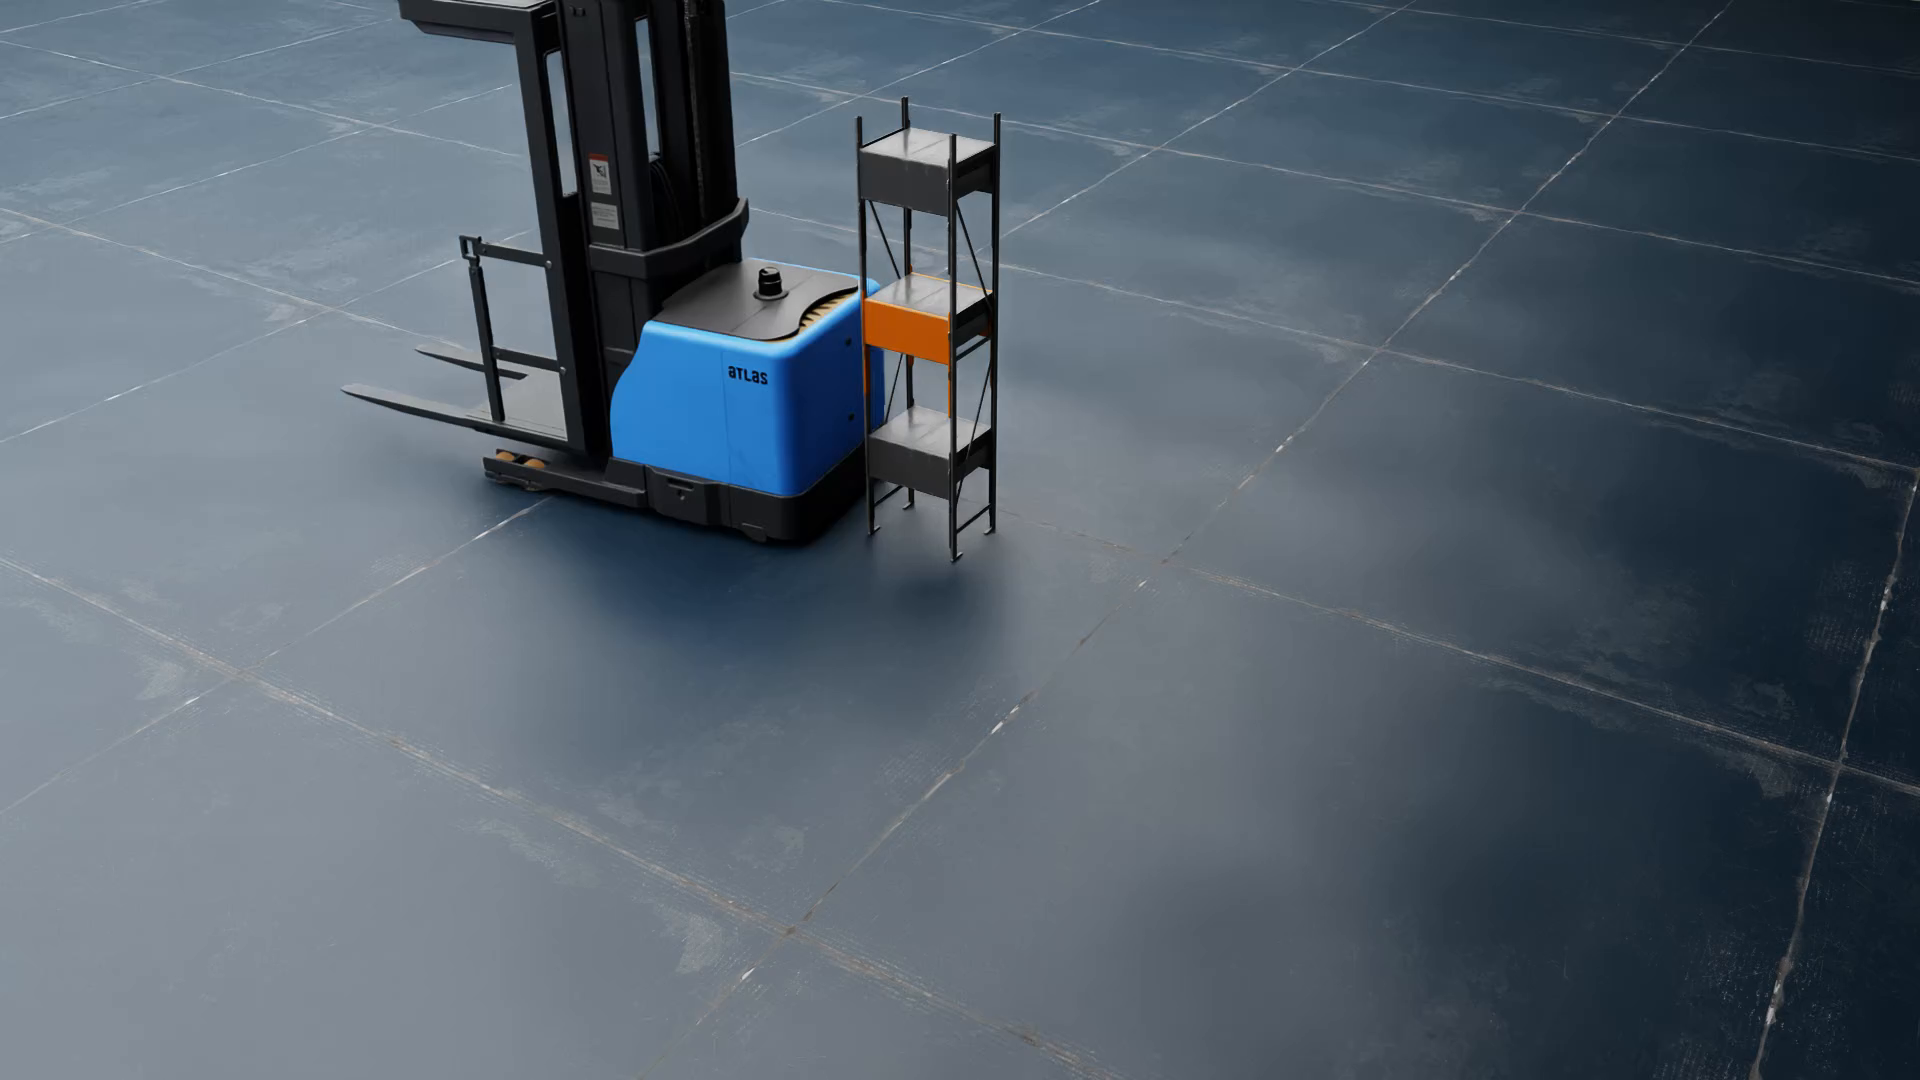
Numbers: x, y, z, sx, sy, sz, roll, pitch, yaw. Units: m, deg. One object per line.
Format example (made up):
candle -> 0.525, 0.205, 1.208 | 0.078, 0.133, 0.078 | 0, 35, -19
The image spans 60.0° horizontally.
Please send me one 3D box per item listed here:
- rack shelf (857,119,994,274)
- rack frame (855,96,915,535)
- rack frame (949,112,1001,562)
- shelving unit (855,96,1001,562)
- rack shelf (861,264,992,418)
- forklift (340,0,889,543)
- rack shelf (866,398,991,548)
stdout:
rack shelf -> -0.140, -1.544, 7.451 | 0.480, 0.518, 0.431 | 18, 35, 27
rack frame -> -0.347, -1.017, 7.909 | 0.015, 2.100, 0.400 | 18, 35, 27
rack frame -> 0.066, -0.886, 7.685 | 0.015, 2.100, 0.400 | 18, 35, 27
shelving unit -> -0.140, -0.951, 7.797 | 0.503, 2.100, 0.431 | 18, 35, 27
rack shelf -> -0.140, -0.940, 7.804 | 0.480, 0.518, 0.431 | 18, 35, 27
forklift -> -1.935, -1.744, 8.331 | 3.031, 2.935, 1.130 | 13, 33, 21
rack shelf -> -0.140, -0.335, 8.157 | 0.480, 0.518, 0.431 | 18, 35, 27
